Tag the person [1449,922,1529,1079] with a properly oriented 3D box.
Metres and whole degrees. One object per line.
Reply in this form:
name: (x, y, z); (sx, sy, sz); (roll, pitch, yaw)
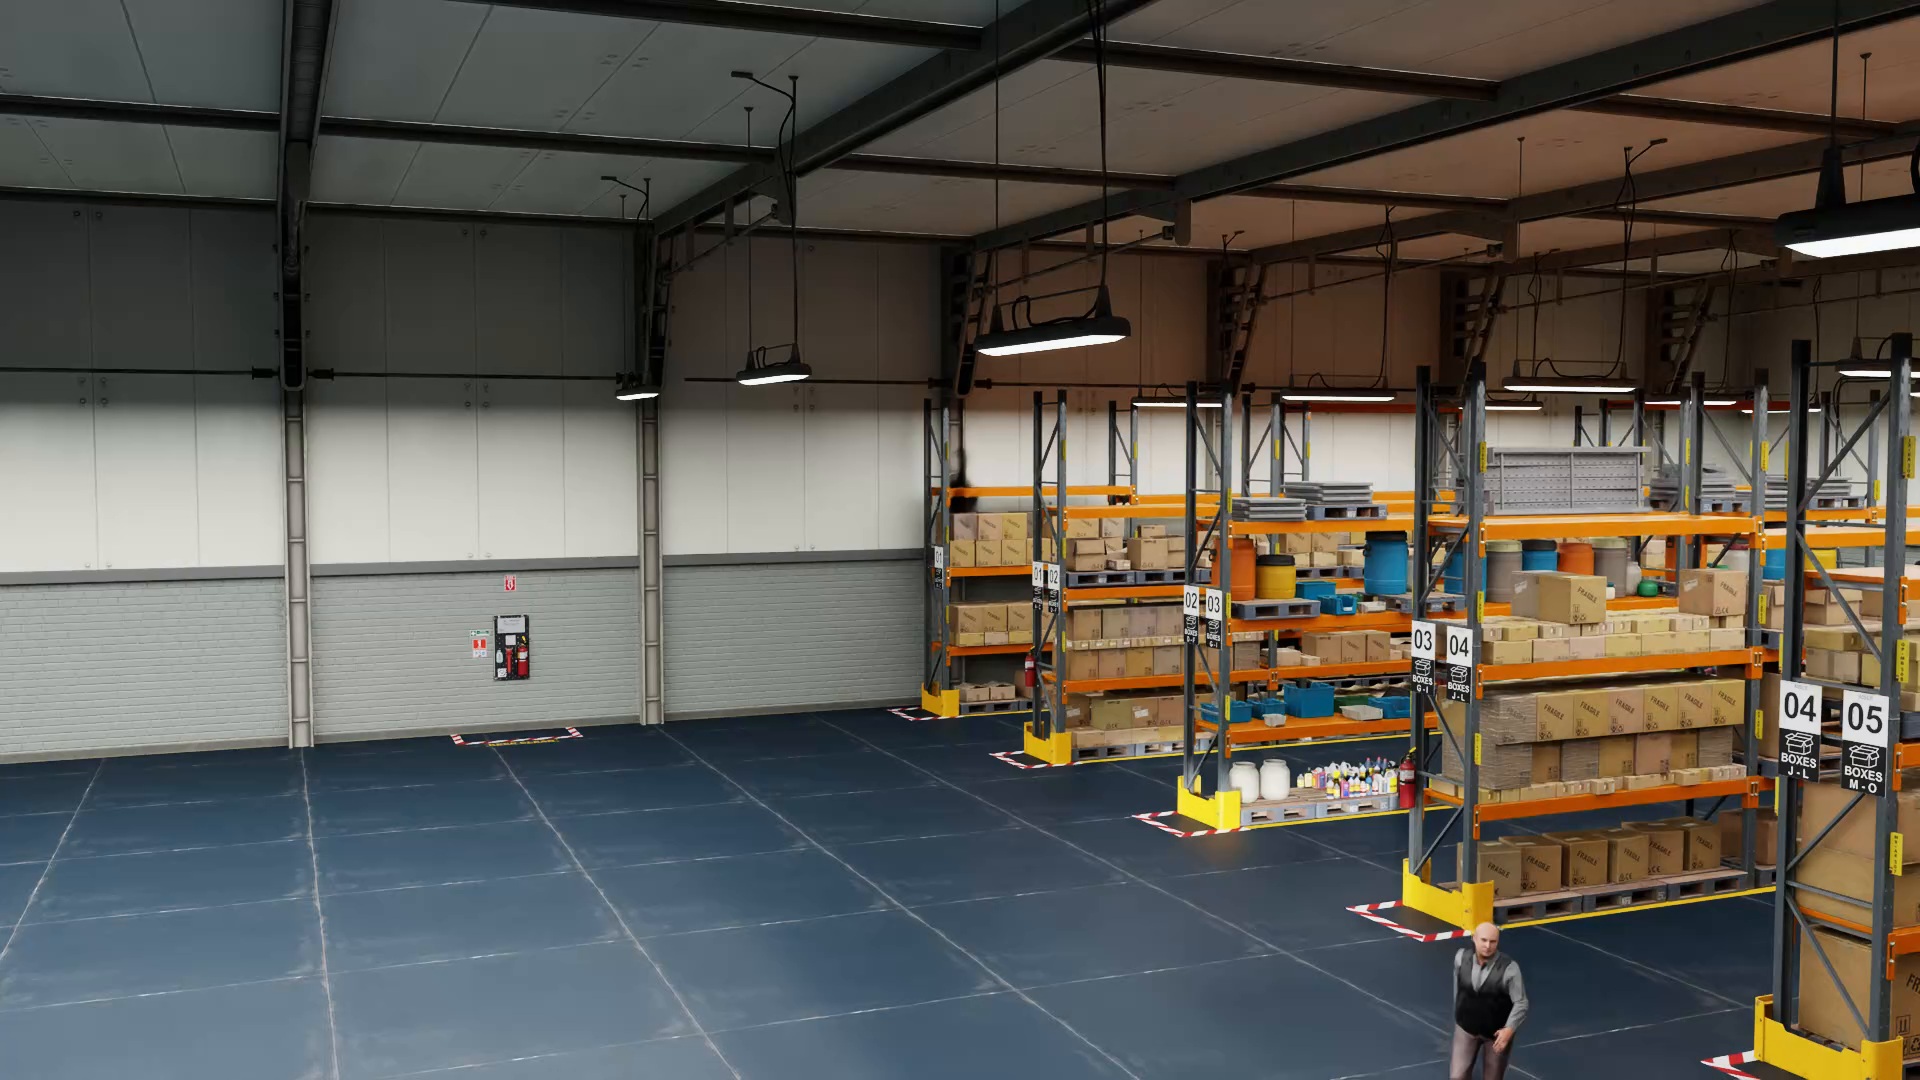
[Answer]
person: (3.838, 3.602, 12.134); (0.627, 1.673, 0.802); (2, 4, 30)
